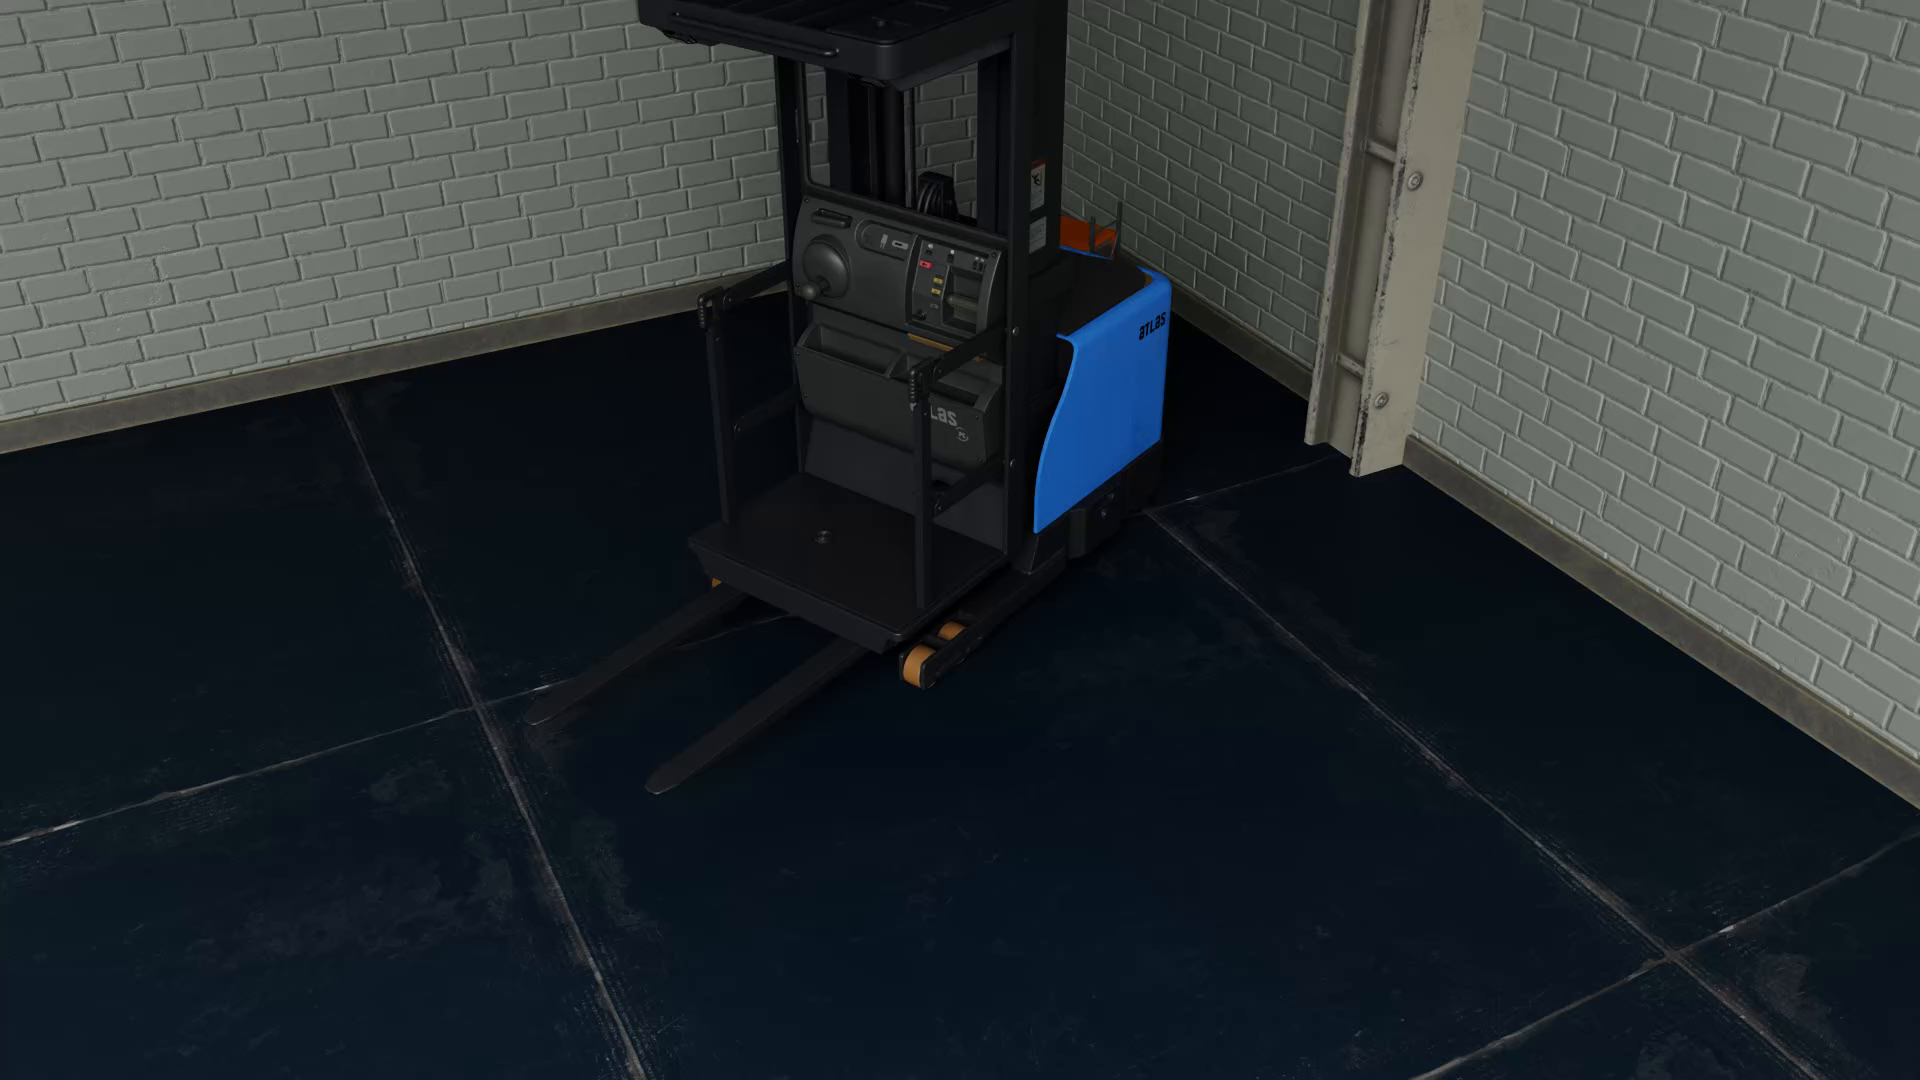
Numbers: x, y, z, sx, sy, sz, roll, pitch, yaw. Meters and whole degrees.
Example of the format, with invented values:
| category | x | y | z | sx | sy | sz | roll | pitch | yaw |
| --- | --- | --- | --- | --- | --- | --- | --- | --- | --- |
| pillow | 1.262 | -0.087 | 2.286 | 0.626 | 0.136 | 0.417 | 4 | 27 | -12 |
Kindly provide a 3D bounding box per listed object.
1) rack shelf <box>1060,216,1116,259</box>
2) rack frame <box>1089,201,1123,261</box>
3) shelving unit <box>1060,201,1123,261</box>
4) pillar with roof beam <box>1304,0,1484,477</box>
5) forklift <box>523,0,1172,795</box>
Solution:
| category | x | y | z | sx | sy | sz | roll | pitch | yaw |
| --- | --- | --- | --- | --- | --- | --- | --- | --- | --- |
| rack shelf | 0.448 | -1.356 | 7.526 | 0.480 | 0.148 | 0.258 | 22 | 39 | 30 |
| rack frame | 0.644 | -0.947 | 7.615 | 0.015 | 1.200 | 0.240 | 22 | 39 | 30 |
| shelving unit | 0.448 | -1.025 | 7.738 | 0.503 | 1.200 | 0.258 | 22 | 39 | 30 |
| pillar with roof beam | -1.930 | -3.129 | 3.793 | 9.100 | 9.000 | 0.400 | -16 | 36 | -23 |
| forklift | -0.371 | -0.965 | 6.039 | 1.130 | 2.935 | 3.031 | 22 | 39 | 30 |
